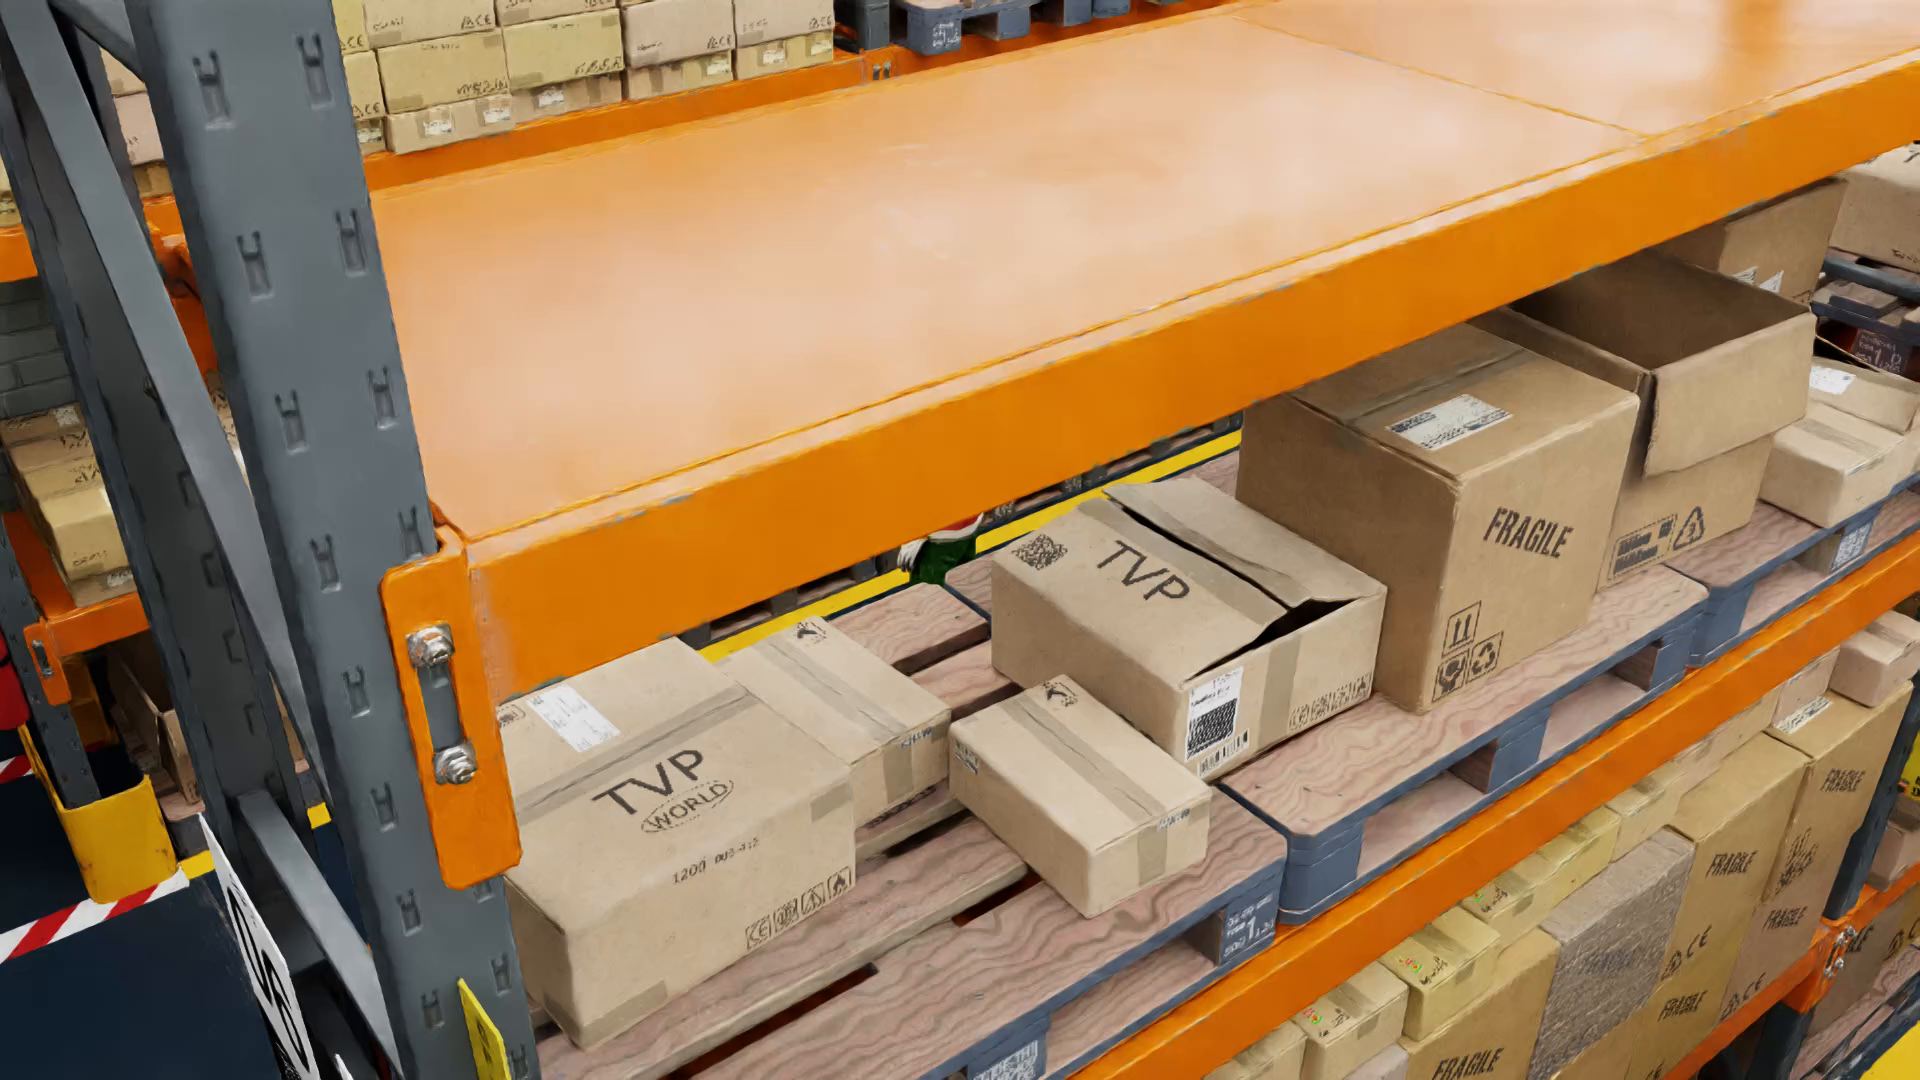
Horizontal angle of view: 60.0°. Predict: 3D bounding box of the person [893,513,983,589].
[{"bbox_3d":[-0.140,-0.100,7.726,0.510,1.794,0.621,8,33,13],"label":"person"}]
